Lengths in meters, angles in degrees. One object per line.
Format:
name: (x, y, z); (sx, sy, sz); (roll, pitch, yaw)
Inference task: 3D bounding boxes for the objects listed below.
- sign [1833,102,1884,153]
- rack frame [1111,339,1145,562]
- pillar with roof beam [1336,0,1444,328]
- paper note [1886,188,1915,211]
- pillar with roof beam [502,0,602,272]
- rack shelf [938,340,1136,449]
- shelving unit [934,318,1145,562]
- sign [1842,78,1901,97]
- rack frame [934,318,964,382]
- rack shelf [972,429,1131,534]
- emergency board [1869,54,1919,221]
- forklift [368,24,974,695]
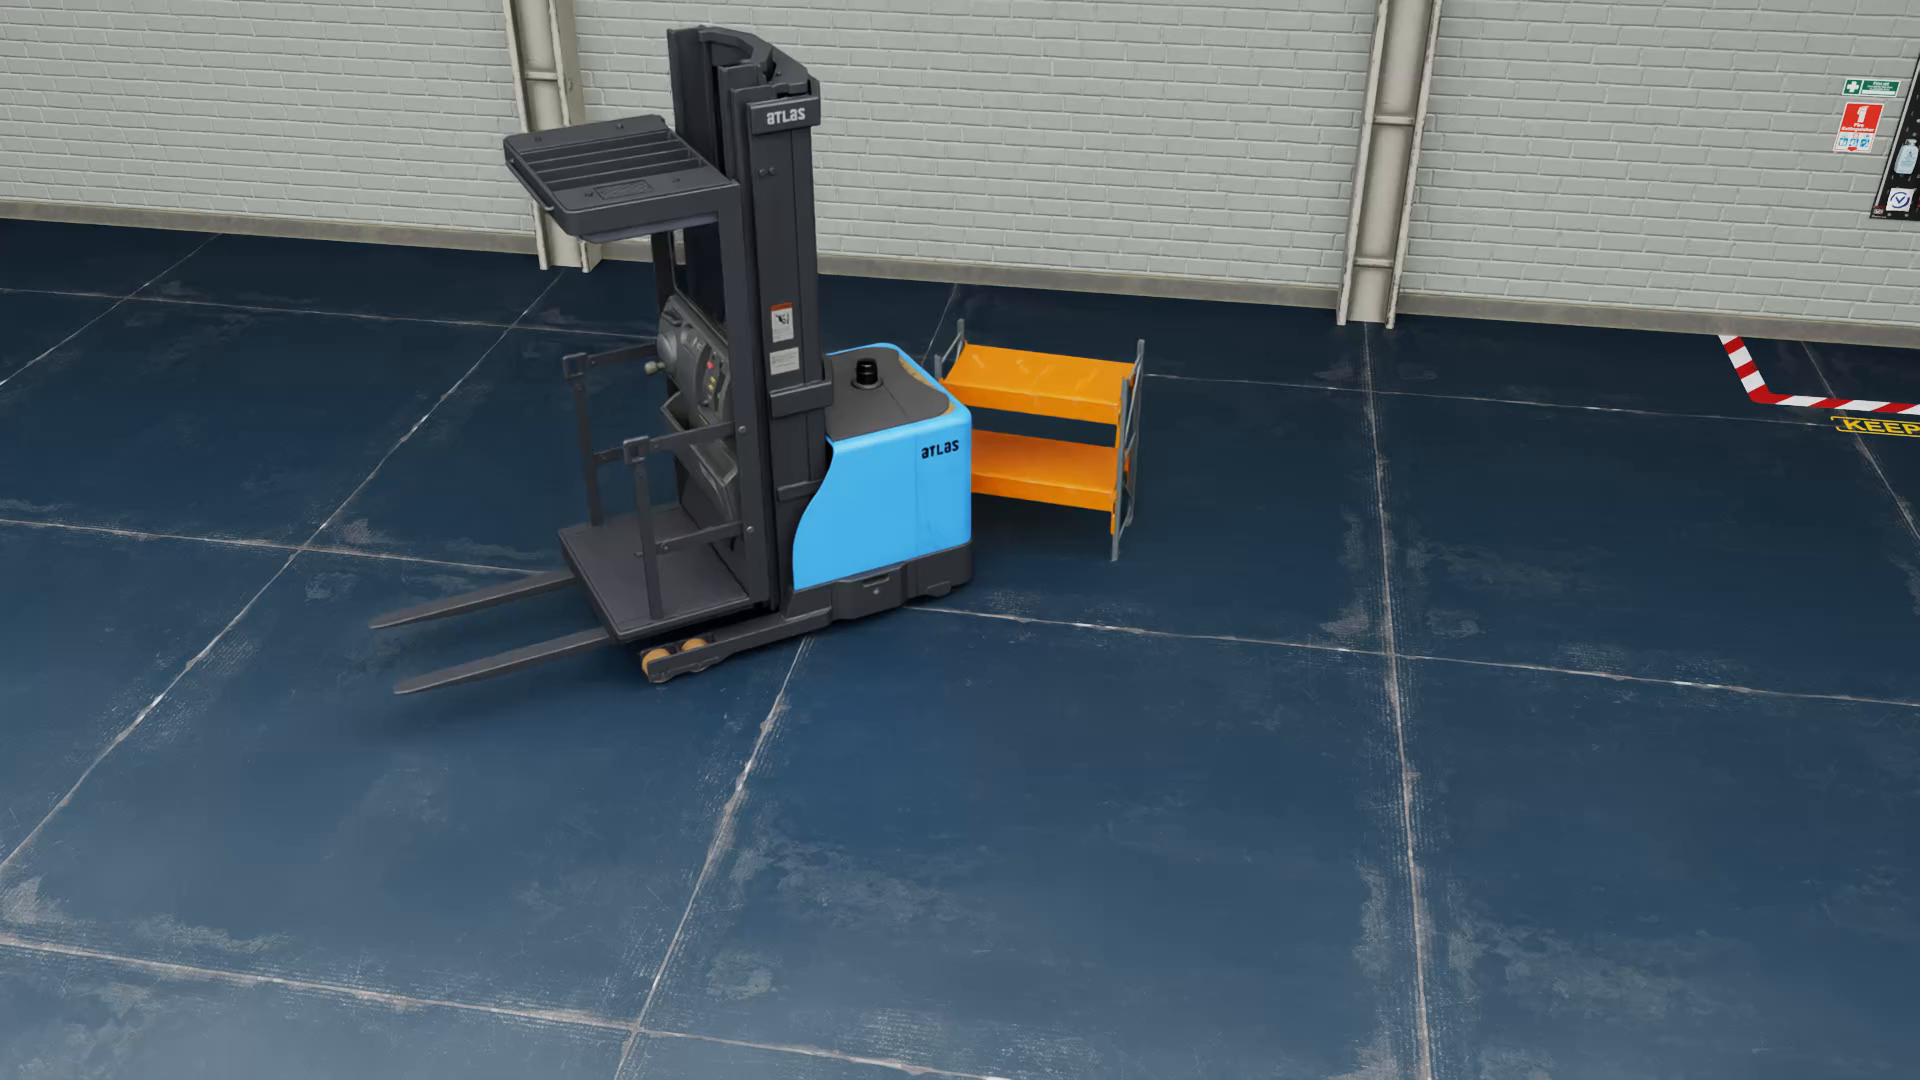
sign: (5.874, -2.698, 10.873); (0.234, 0.329, 0.001); (5, 32, 8)
rack frame: (0.923, -0.485, 9.139); (0.032, 1.125, 0.500); (8, 33, 13)
pillar with roof beam: (2.192, -3.166, 6.000); (0.400, 9.000, 9.100); (5, 32, 8)
paper note: (6.239, -2.258, 11.034); (0.142, 0.148, 0.016); (5, 32, 8)
pillar with roof beam: (-3.722, -3.701, 6.855); (0.400, 9.000, 9.100); (5, 32, 8)
rack shelf: (0.433, -0.805, 9.099); (1.000, 0.278, 0.538); (8, 33, 13)
shelving unit: (0.433, -0.557, 9.254); (1.048, 1.125, 0.538); (8, 33, 13)
sign: (5.877, -2.917, 10.724); (0.331, 0.109, 0.001); (5, 32, 8)
rack frame: (-0.056, -0.630, 9.370); (0.032, 1.125, 0.500); (8, 33, 13)
rack shelf: (0.433, -0.350, 9.384); (1.000, 0.278, 0.538); (8, 33, 13)
emergency board: (6.396, -2.589, 10.734); (0.626, 1.169, 0.157); (5, 32, 8)
forklift: (-1.474, -0.853, 8.024); (3.031, 2.935, 1.130); (-15, 35, -23)
